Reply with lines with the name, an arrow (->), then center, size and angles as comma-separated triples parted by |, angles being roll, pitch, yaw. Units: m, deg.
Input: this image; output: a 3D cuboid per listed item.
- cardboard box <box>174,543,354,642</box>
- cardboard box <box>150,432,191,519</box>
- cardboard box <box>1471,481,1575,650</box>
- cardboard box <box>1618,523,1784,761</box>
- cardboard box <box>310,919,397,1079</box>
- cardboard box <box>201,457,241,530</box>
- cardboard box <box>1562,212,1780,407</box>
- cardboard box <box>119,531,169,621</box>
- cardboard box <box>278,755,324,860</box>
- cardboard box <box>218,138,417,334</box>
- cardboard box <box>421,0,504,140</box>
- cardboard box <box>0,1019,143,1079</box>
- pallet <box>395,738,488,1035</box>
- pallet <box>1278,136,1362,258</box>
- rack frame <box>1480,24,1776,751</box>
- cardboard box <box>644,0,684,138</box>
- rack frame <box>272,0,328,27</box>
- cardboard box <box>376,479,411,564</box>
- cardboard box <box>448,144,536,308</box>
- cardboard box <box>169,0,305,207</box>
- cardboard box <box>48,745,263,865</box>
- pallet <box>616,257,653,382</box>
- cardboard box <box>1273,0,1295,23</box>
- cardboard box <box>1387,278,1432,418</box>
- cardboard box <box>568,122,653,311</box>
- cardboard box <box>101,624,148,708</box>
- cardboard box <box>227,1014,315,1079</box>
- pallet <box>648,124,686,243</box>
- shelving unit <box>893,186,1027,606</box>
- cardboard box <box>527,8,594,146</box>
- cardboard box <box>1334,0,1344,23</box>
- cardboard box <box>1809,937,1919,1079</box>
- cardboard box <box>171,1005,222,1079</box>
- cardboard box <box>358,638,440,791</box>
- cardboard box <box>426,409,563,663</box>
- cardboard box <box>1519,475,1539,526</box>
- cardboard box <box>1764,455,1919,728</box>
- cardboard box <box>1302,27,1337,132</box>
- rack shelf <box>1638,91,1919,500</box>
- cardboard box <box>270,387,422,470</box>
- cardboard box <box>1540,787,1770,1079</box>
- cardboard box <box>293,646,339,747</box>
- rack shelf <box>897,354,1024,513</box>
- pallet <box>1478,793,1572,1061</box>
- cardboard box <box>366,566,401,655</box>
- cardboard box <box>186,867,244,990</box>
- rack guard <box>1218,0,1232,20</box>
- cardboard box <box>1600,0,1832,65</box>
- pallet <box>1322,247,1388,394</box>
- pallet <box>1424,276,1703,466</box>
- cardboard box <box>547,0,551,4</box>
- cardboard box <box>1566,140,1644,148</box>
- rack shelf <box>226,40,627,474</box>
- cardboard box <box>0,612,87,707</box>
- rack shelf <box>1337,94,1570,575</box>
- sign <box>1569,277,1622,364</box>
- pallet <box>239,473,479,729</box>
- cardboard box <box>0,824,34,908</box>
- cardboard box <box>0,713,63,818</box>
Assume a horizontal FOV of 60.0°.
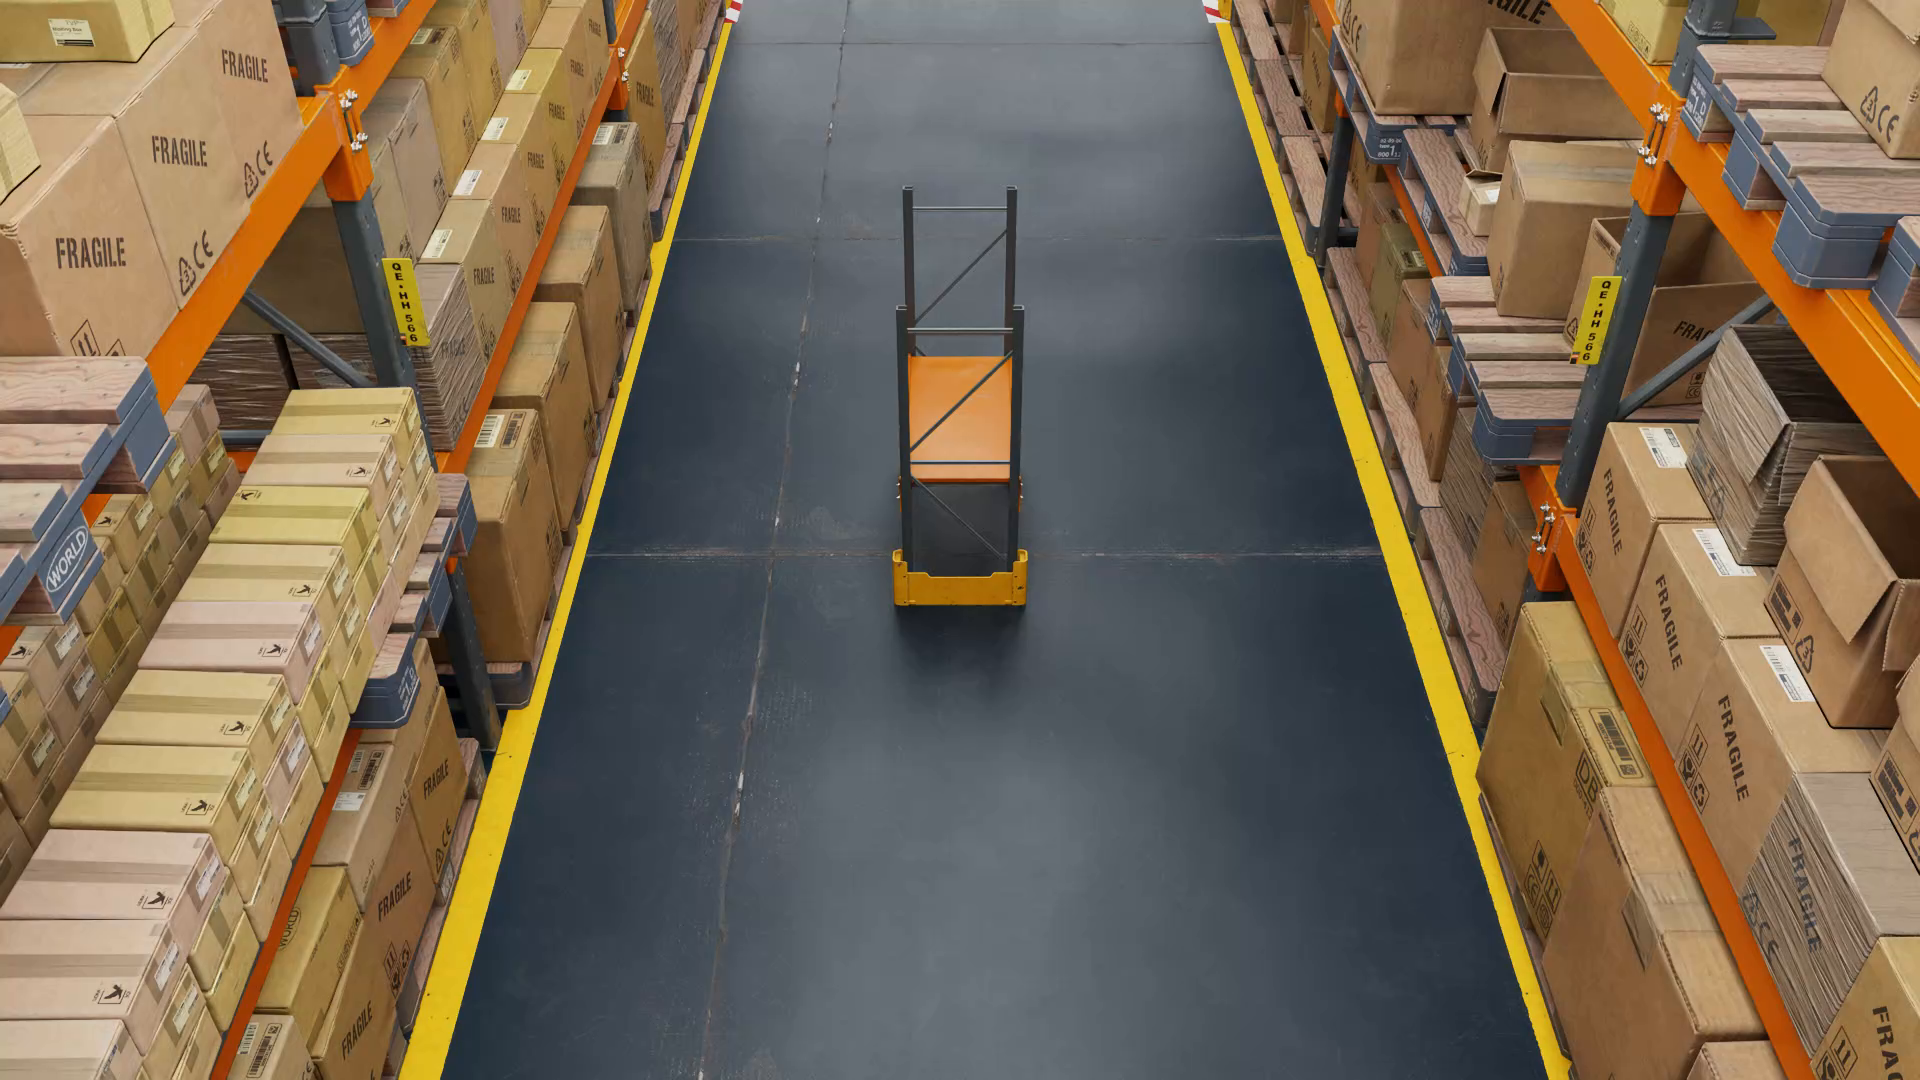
cardboard box -> -1.902, 0.145, 4.560 | 0.380, 0.149, 0.250 | 1, 39, 1
cardboard box -> -2.553, -0.192, 4.980 | 0.380, 0.149, 0.250 | -1, 39, -1
cardboard box -> 2.576, 0.093, 6.882 | 0.700, 0.500, 0.500 | -2, 39, -2
cardboard box -> 2.328, 0.296, 4.902 | 0.500, 0.500, 0.500 | -1, 39, -1
cardboard box -> -2.087, 1.527, 5.109 | 0.500, 0.500, 0.500 | -2, 39, -2
cardboard box -> -2.564, -0.137, 5.388 | 0.380, 0.149, 0.250 | -1, 39, -1
cardboard box -> 2.556, -0.832, 5.974 | 0.500, 0.500, 0.500 | -5, 39, -6
cardboard box -> -2.557, 0.106, 4.847 | 0.380, 0.149, 0.250 | -1, 39, -1
cardboard box -> -1.907, 0.693, 4.351 | 0.380, 0.149, 0.250 | 1, 39, 1
cardboard box -> -2.354, -1.061, 5.796 | 0.700, 0.500, 0.500 | 0, 39, 0
cardboard box -> -2.359, -2.018, 6.990 | 0.700, 0.500, 0.500 | 0, 39, 0
cardboard box -> -1.901, 1.115, 3.350 | 0.380, 0.149, 0.250 | -1, 39, -1
pallet -> -2.364, 1.226, 6.052 | 1.003, 0.211, 1.213 | 0, 39, 0
pallet -> 2.556, -2.125, 10.233 | 1.003, 0.211, 1.213 | 0, 39, 0
rack frame -> 2.597, -0.292, 5.715 | 1.000, 3.000, 0.127 | 0, 39, 0
cardboard box -> -2.303, -3.144, 10.638 | 0.875, 0.875, 0.875 | 0, 39, 0
rack frame -> -2.363, -2.692, 3.914 | 1.000, 3.000, 0.127 | 0, 39, 0
cardboard box -> -1.905, -0.058, 5.051 | 0.380, 0.149, 0.250 | 1, 39, 2
cardboard box -> -2.097, -1.305, 6.899 | 0.500, 0.500, 0.500 | 0, 39, 0
cardboard box -> -2.108, -1.204, 4.375 | 0.500, 0.500, 0.500 | 0, 39, 0
cardboard box -> -1.905, 0.628, 3.957 | 0.380, 0.149, 0.250 | 1, 39, 1
pallet -> -2.291, -1.282, 9.181 | 1.003, 0.211, 1.213 | 0, 39, 0
cardboard box -> 2.572, -4.092, 12.121 | 0.500, 0.500, 0.500 | 7, 39, 8
cardboard box -> 2.554, -0.957, 8.193 | 0.700, 0.500, 0.500 | -3, 39, -4
cardboard box -> -2.277, -1.751, 8.999 | 1.050, 0.750, 0.750 | 0, 39, 0
cardboard box -> -2.562, 0.368, 4.757 | 0.380, 0.149, 0.250 | 2, 39, 2
cardboard box -> -2.094, 1.555, 4.475 | 0.500, 0.250, 0.500 | 1, 39, 2
pallet -> -2.290, -2.240, 10.377 | 1.003, 0.211, 1.213 | 0, 39, 0
shelving unit -> 0.000, -0.633, 7.340 | 0.587, 1.500, 1.083 | 0, 39, 0
cardboard box -> -2.099, -2.250, 8.079 | 0.500, 0.500, 0.500 | 0, 39, -1
cardboard box -> 2.307, -2.986, 9.278 | 0.380, 0.149, 0.250 | 0, 39, 0
cardboard box -> 2.327, 1.242, 3.721 | 0.500, 0.500, 0.500 | 0, 39, -1
cardboard box -> -1.901, 1.192, 3.729 | 0.380, 0.149, 0.250 | -2, 39, -2
cardboard box -> -2.100, 0.595, 5.672 | 0.500, 0.250, 0.500 | -1, 39, -1
cardboard box -> -2.274, -0.018, 6.837 | 1.050, 0.750, 0.750 | -1, 39, -1
cardboard box -> 2.566, -0.199, 6.648 | 0.500, 0.250, 0.500 | 1, 39, 2
cardboard box -> 2.580, 0.143, 4.291 | 0.797, 0.503, 0.637 | 1, 39, 1
cardboard box -> 2.544, -2.978, 10.731 | 0.500, 0.500, 0.500 | -3, 39, -4
rack shelf -> 2.599, 0.069, 3.442 | 1.077, 0.370, 4.000 | 0, 39, 0
cardboard box -> -1.904, -0.343, 5.169 | 0.380, 0.149, 0.250 | -1, 39, -2
cardboard box -> 2.570, 1.363, 5.014 | 1.225, 0.875, 0.875 | 0, 39, 0
cardboard box -> -1.904, 0.419, 4.456 | 0.380, 0.149, 0.250 | 0, 39, 0
rack shelf -> 0.000, -0.498, 7.460 | 0.538, 0.185, 1.000 | 0, 39, 0
pallet -> 2.523, 1.290, 5.972 | 1.003, 0.211, 1.213 | 0, 39, 0
cardboard box -> -1.904, 0.207, 4.958 | 0.380, 0.149, 0.250 | 1, 39, 1
cardboard box -> -1.905, 0.901, 3.854 | 0.380, 0.149, 0.250 | -1, 39, -1
rack guard -> 2.588, -4.272, 12.680 | 1.175, 0.500, 0.348 | 0, 39, 0
cardboard box -> 2.351, -1.701, 5.195 | 0.500, 0.250, 0.500 | 0, 39, 0
pallet -> 2.595, -1.218, 9.101 | 1.003, 0.211, 1.213 | 0, 39, 0
pallet -> 2.490, -0.662, 6.331 | 1.213, 0.211, 1.003 | 0, 39, 0
cardboard box -> -2.361, -2.971, 8.180 | 0.700, 0.500, 0.500 | -1, 39, -1
cardboard box -> 2.825, -1.445, 6.939 | 0.500, 0.250, 0.500 | -1, 39, -1
rack shelf -> -2.365, -1.321, 7.575 | 1.077, 0.370, 4.000 | 0, 39, 0
cardboard box -> -2.556, 0.296, 4.371 | 0.380, 0.149, 0.250 | 2, 39, 2
rack shelf -> 2.595, -1.262, 7.501 | 1.077, 0.370, 4.000 | 0, 39, 0
sign -> 2.054, -0.706, 5.370 | 0.100, 0.325, 0.005 | 0, 39, 0
pallet -> -2.256, 0.169, 5.294 | 1.213, 0.211, 1.003 | 0, 39, 0
cardboard box -> -2.562, 0.855, 4.150 | 0.380, 0.149, 0.250 | -1, 39, -2
cardboard box -> -2.560, 0.575, 4.262 | 0.380, 0.149, 0.250 | 0, 39, 0
